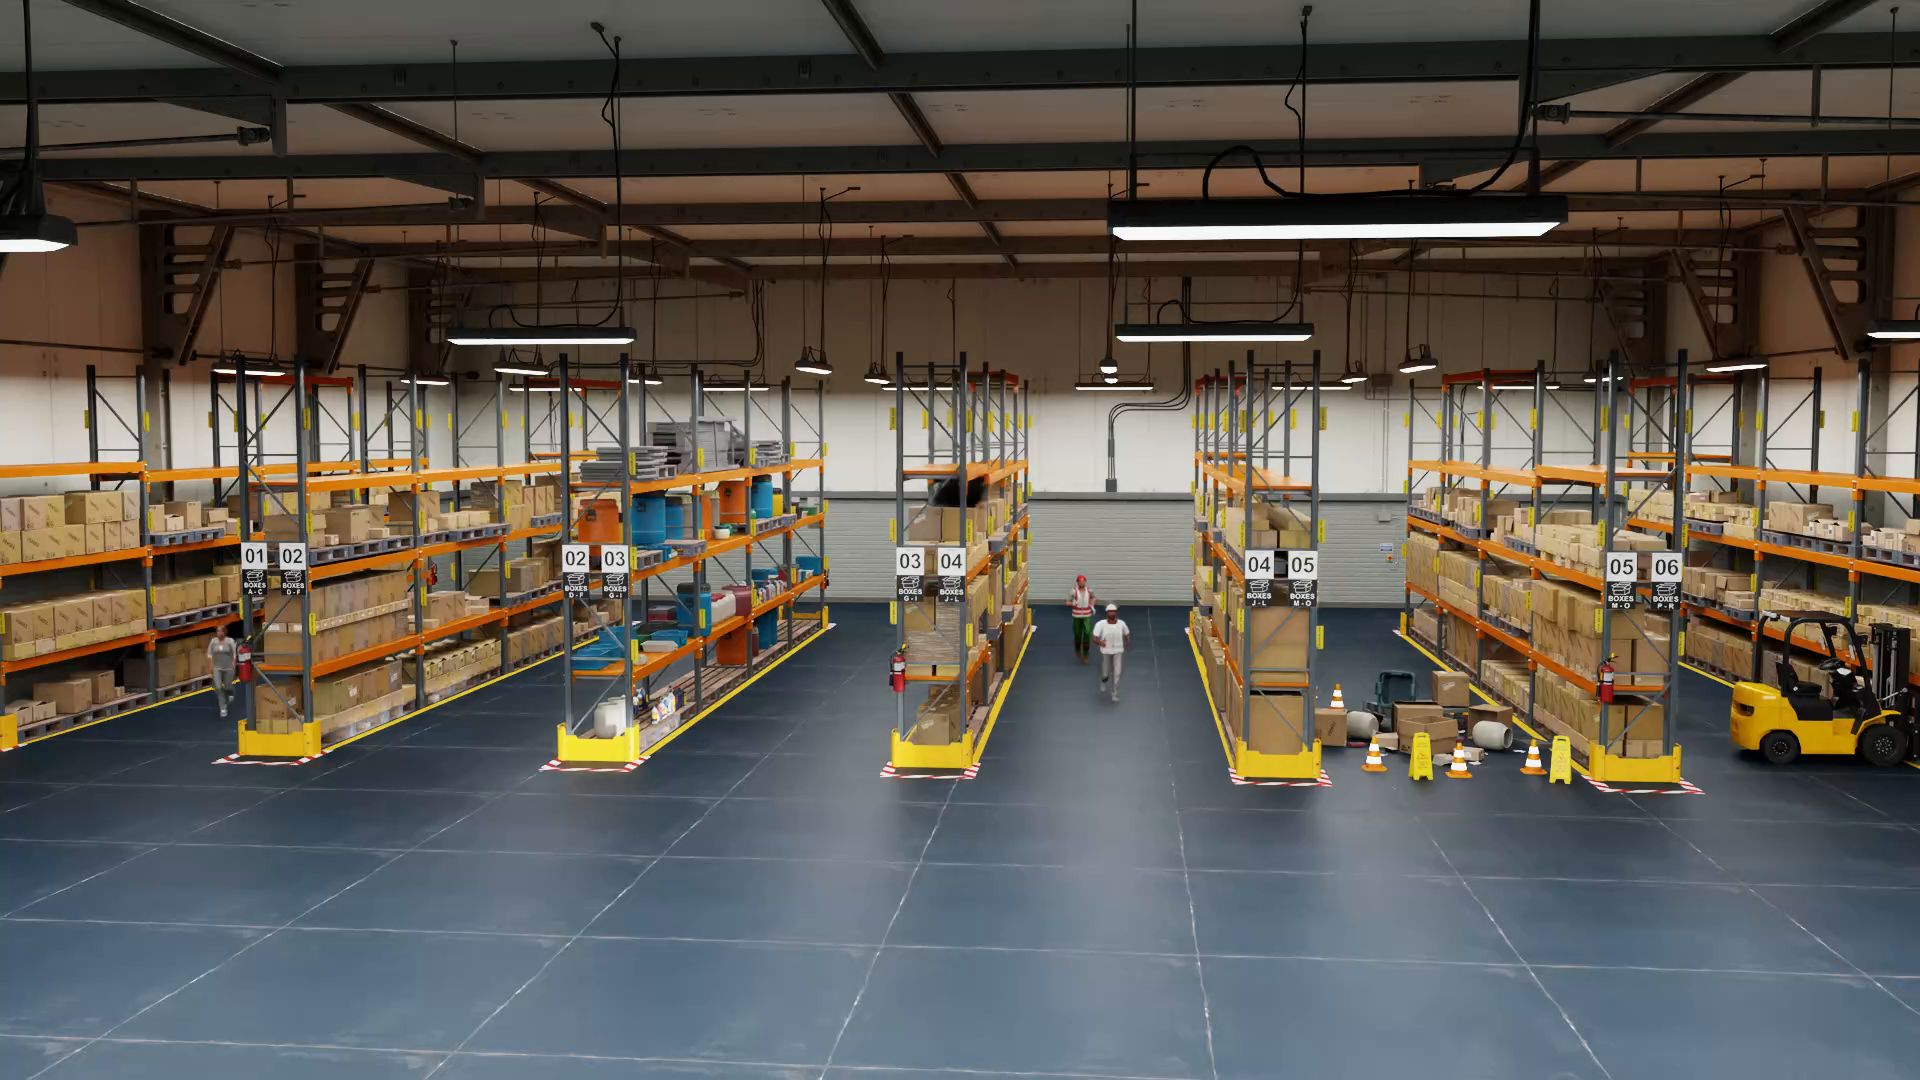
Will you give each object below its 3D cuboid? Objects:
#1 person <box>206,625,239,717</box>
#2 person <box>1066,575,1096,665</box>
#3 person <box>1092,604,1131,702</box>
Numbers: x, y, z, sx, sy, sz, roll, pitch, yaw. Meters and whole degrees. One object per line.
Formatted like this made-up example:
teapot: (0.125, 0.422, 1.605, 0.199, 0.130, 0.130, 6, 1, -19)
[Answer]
person: (-12.625, 2.213, 28.502, 0.525, 1.562, 0.680, -1, 4, -15)
person: (2.525, 1.630, 34.624, 0.643, 1.829, 0.850, 0, 4, -1)
person: (2.729, 2.016, 29.893, 0.714, 1.733, 0.791, 0, 4, -3)
